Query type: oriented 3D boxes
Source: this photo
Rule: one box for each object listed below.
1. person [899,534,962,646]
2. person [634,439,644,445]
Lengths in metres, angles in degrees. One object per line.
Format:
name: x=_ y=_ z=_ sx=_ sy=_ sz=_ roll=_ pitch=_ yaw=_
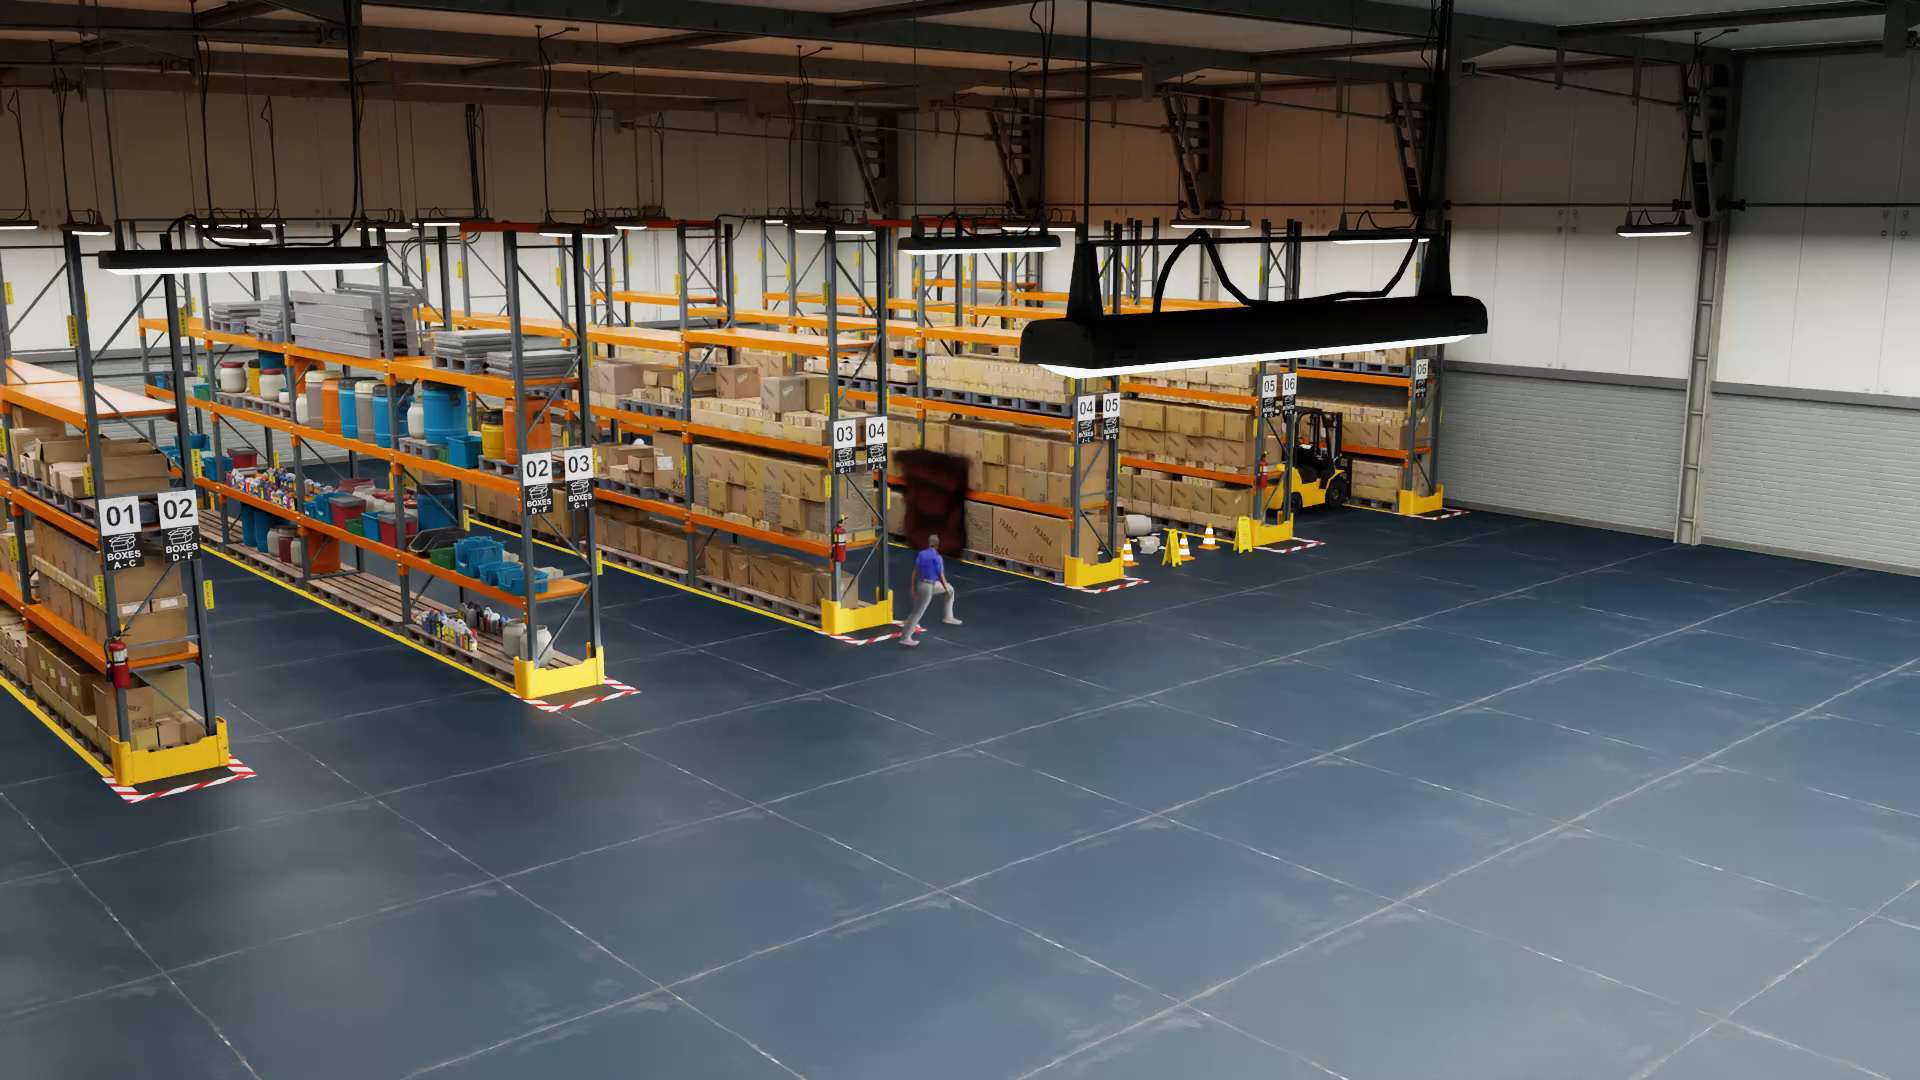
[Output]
person: x=-0.425 y=0.708 z=24.133 sx=0.976 sy=1.592 sz=0.406 roll=-3 pitch=12 yaw=-14
person: x=-6.388 y=-1.154 z=33.090 sx=0.630 sy=1.725 sz=1.050 roll=-10 pitch=15 yaw=-41
